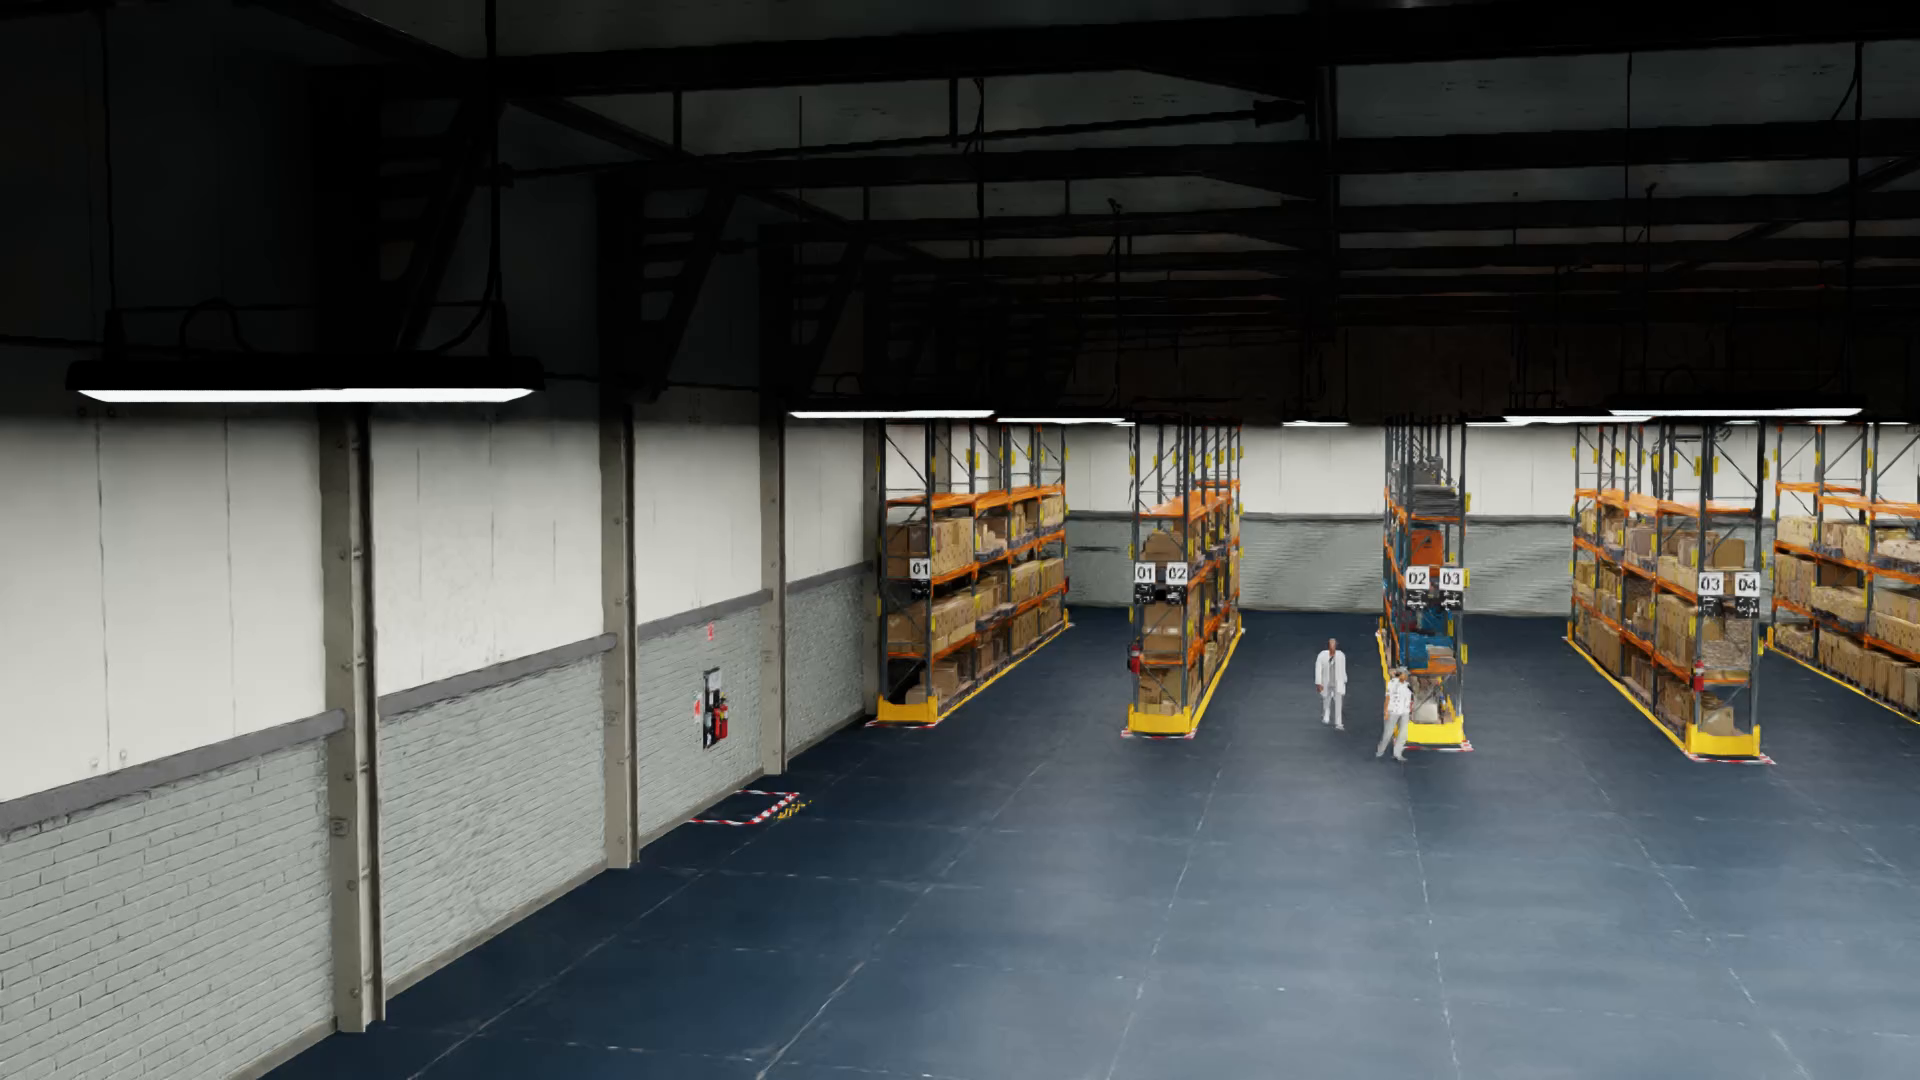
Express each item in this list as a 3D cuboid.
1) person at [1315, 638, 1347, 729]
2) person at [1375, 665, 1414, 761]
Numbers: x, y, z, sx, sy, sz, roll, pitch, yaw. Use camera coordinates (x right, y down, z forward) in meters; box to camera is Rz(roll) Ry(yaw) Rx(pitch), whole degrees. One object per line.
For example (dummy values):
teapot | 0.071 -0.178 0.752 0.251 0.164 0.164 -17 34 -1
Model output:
person | 7.081 2.709 31.717 0.600 1.699 1.197 1 4 11
person | 7.492 2.967 28.632 0.545 1.650 0.532 -2 4 -24
